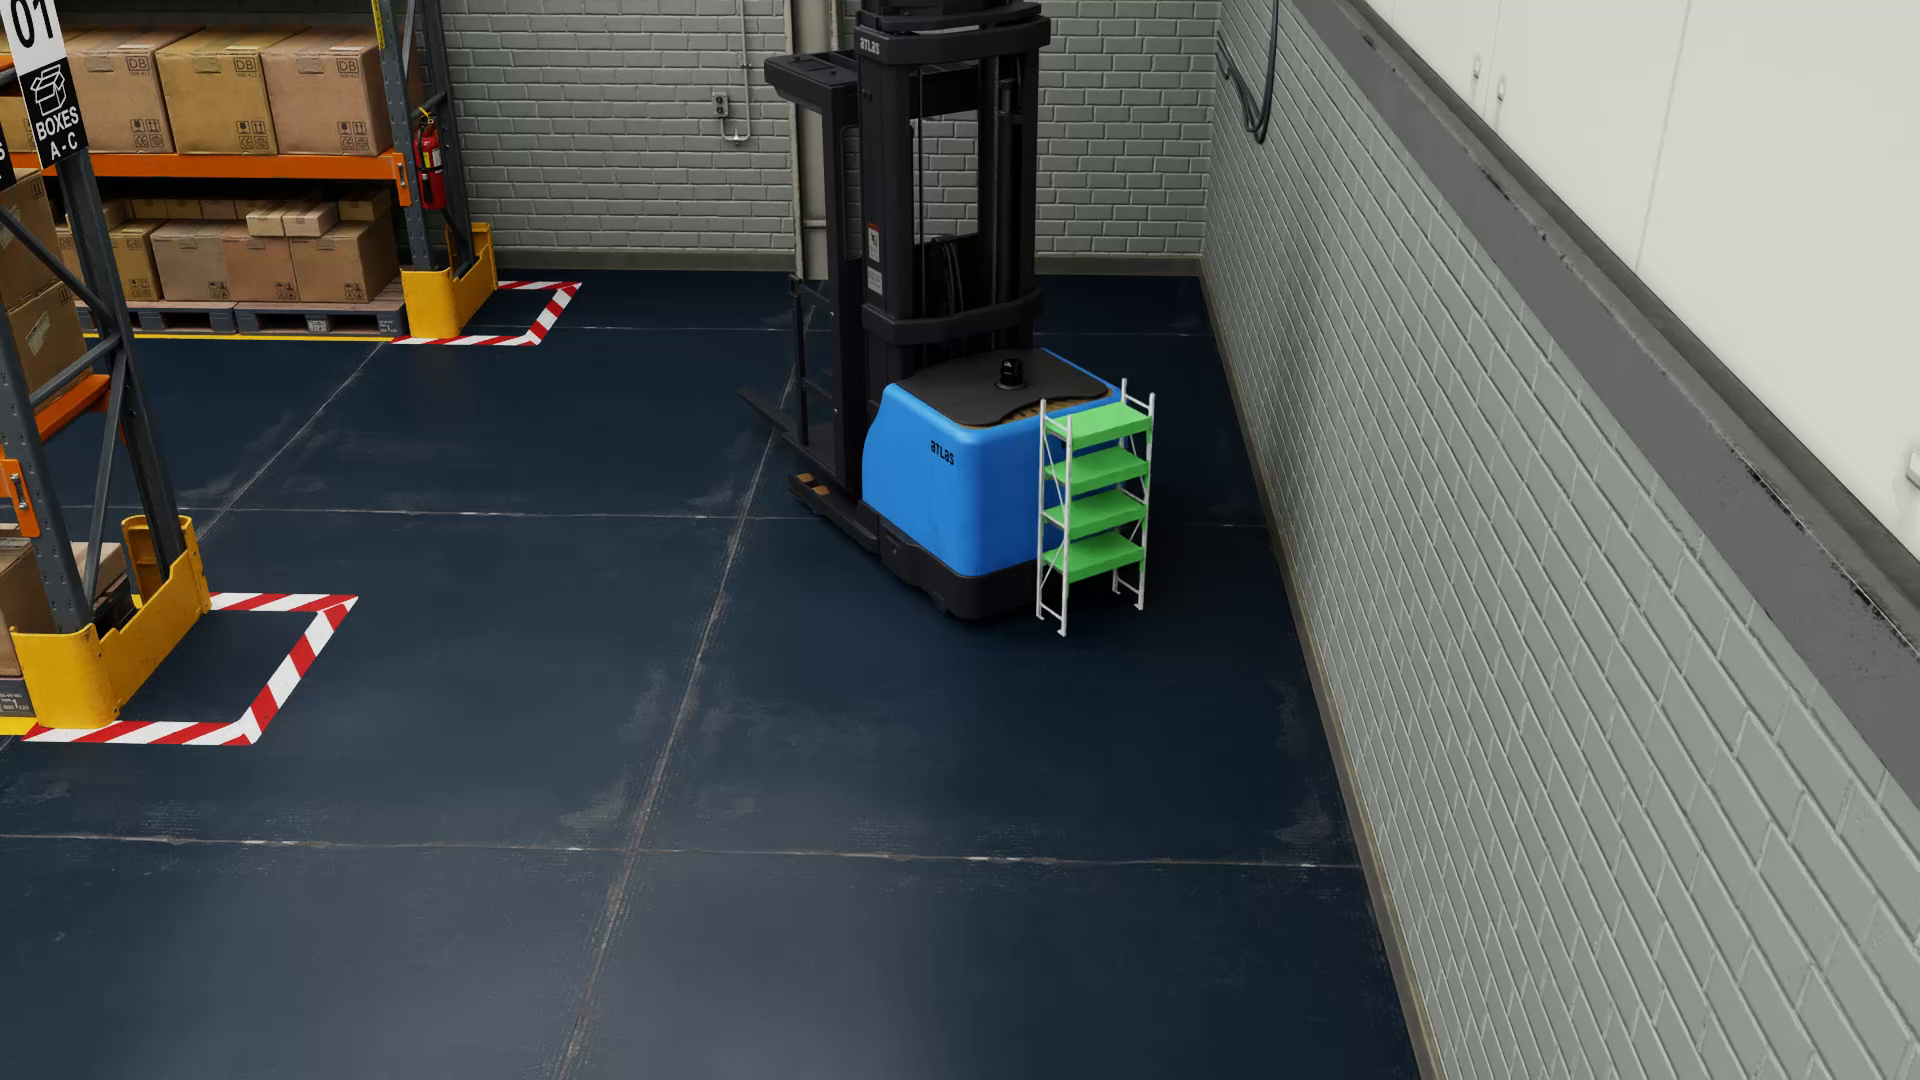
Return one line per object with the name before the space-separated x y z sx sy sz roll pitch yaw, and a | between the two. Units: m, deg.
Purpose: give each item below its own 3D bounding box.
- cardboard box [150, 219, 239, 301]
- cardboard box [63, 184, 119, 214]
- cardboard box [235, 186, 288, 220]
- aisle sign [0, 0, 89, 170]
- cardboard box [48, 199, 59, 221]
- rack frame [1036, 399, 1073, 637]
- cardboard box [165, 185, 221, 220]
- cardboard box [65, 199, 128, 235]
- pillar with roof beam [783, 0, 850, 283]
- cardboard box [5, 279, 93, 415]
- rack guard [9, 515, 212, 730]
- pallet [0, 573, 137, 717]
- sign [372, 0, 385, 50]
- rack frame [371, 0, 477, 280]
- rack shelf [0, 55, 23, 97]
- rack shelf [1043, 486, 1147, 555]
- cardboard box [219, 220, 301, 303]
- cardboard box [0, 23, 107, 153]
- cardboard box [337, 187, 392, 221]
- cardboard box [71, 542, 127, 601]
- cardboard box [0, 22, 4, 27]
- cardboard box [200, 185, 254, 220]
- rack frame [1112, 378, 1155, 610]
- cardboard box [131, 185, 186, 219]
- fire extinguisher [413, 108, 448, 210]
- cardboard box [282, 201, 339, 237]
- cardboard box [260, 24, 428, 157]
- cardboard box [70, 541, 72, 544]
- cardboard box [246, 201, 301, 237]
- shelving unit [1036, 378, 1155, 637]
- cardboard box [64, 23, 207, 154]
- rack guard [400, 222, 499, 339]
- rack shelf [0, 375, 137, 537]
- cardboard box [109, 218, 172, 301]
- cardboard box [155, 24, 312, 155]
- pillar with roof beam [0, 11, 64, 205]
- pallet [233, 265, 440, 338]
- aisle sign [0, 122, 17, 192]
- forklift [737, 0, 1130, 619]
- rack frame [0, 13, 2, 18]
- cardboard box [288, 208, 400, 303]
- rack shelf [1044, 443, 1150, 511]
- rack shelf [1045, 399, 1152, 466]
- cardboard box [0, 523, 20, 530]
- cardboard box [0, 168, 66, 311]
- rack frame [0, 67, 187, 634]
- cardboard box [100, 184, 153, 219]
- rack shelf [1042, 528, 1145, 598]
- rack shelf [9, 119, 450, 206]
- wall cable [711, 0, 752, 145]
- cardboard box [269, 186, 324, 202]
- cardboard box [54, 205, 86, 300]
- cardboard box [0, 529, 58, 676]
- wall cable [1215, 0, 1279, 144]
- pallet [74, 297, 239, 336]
cardboard box | -5.517 -2.114 12.255 0.500 0.500 0.700 0 28 0
cardboard box | -6.413 -2.508 12.307 0.250 0.149 0.380 0 28 0
cardboard box | -5.139 -2.488 12.268 0.250 0.149 0.380 1 28 2
aisle sign | -3.904 -2.018 7.078 0.004 0.787 0.394 1 28 2
cardboard box | -6.729 -2.334 11.978 0.250 0.149 0.380 2 28 4
rack frame | 0.460 -0.096 8.148 0.015 1.200 0.240 -17 32 -28
cardboard box | -5.649 -2.496 12.283 0.250 0.149 0.380 1 28 2
cardboard box | -6.207 -2.325 11.962 0.250 0.149 0.380 0 28 0
pillar with roof beam | -1.234 -4.047 7.277 0.400 9.000 9.100 1 28 2
cardboard box | -4.416 -0.908 7.653 0.500 0.500 0.500 2 28 3
rack guard | -4.058 0.371 8.017 0.348 0.500 1.175 1 28 2
pallet | -4.855 0.486 8.109 1.213 0.211 1.003 1 28 2
sign | -3.844 -3.414 10.998 0.005 0.325 0.100 1 28 2
rack frame | -3.811 -3.051 11.804 0.127 3.000 1.000 1 28 2
rack shelf | -5.981 -1.773 6.958 4.000 0.370 1.077 1 28 2
rack shelf | 0.665 -0.101 8.294 0.480 0.148 0.258 -17 32 -28
cardboard box | -5.014 -2.106 12.240 0.500 0.500 0.700 1 28 2
cardboard box | -6.538 -3.219 11.799 0.700 0.700 0.980 0 28 0
cardboard box | -4.382 -2.475 12.245 0.250 0.149 0.380 1 28 2
cardboard box | -4.389 0.165 8.311 0.250 0.149 0.380 1 28 2
cardboard box | -7.267 -3.233 11.827 0.700 0.700 0.980 1 28 3
cardboard box | -5.393 -2.492 12.276 0.250 0.149 0.380 1 28 3
rack frame | 0.871 -0.219 8.380 0.015 1.200 0.240 -17 32 -28
cardboard box | -5.902 -2.500 12.291 0.250 0.149 0.380 0 28 1
fire extinguisher | -3.677 -2.634 11.497 0.183 0.674 0.296 1 28 2
cardboard box | -4.649 -2.301 11.915 0.250 0.149 0.380 1 28 1
cardboard box | -4.321 -3.188 11.740 0.700 0.700 0.980 2 28 4
cardboard box | -4.638 0.153 8.314 0.250 0.166 0.380 1 28 2
cardboard box | -4.904 -2.305 11.923 0.250 0.149 0.380 2 28 3
shelving unit | 0.665 -0.157 8.264 0.503 1.200 0.258 -17 32 -28
cardboard box | -5.810 -3.211 11.785 0.700 0.700 0.980 0 28 -1
rack guard | -3.787 -1.947 12.388 0.348 0.500 1.175 1 28 2
rack shelf | -5.981 -0.448 7.660 4.000 0.370 1.077 1 28 2
cardboard box | -6.050 -2.119 12.265 0.500 0.500 0.700 2 28 3
cardboard box | -5.049 -3.194 11.753 0.700 0.700 0.980 1 28 1
pillar with roof beam | -7.230 -4.146 7.464 0.400 9.000 9.100 1 28 2
pallet | -4.613 -1.796 12.413 1.213 0.211 1.003 1 28 2
aisle sign | -3.925 -1.737 6.548 0.004 0.787 0.394 1 28 2
forklift | -0.334 -1.544 9.034 1.130 2.935 3.031 -16 32 -28
rack frame | -3.982 -3.383 6.024 0.127 3.000 1.000 1 28 2
cardboard box | -4.514 -2.097 12.224 0.500 0.500 0.700 1 28 2
rack shelf | 0.665 -0.313 8.182 0.480 0.148 0.258 -17 32 -28
rack shelf | 0.664 -0.526 8.071 0.480 0.148 0.258 -17 32 -28
cardboard box | -5.015 0.138 8.253 0.500 0.250 0.500 1 28 2
cardboard box | -4.416 -1.349 7.419 0.500 0.500 0.500 2 28 3
rack frame | -3.982 -0.733 7.429 0.127 3.000 1.000 1 28 2
cardboard box | -6.160 -2.504 12.299 0.250 0.149 0.380 1 28 2
rack shelf | 0.666 0.112 8.405 0.480 0.148 0.258 -17 32 -28
rack shelf | -5.810 -2.767 12.034 4.000 0.370 1.077 1 28 2
wall cable | -2.498 -3.922 12.361 1.851 1.984 0.084 1 28 2
cardboard box | -4.889 -2.483 12.260 0.250 0.149 0.380 1 28 2
cardboard box | -6.563 -2.128 12.283 0.500 0.500 0.700 1 28 1
cardboard box | -4.534 0.284 7.711 0.500 0.500 0.500 1 28 2
wall cable | 1.829 -4.069 10.634 0.112 2.526 3.097 1 28 2
pallet | -5.829 -1.817 12.453 1.213 0.211 1.003 1 28 2
